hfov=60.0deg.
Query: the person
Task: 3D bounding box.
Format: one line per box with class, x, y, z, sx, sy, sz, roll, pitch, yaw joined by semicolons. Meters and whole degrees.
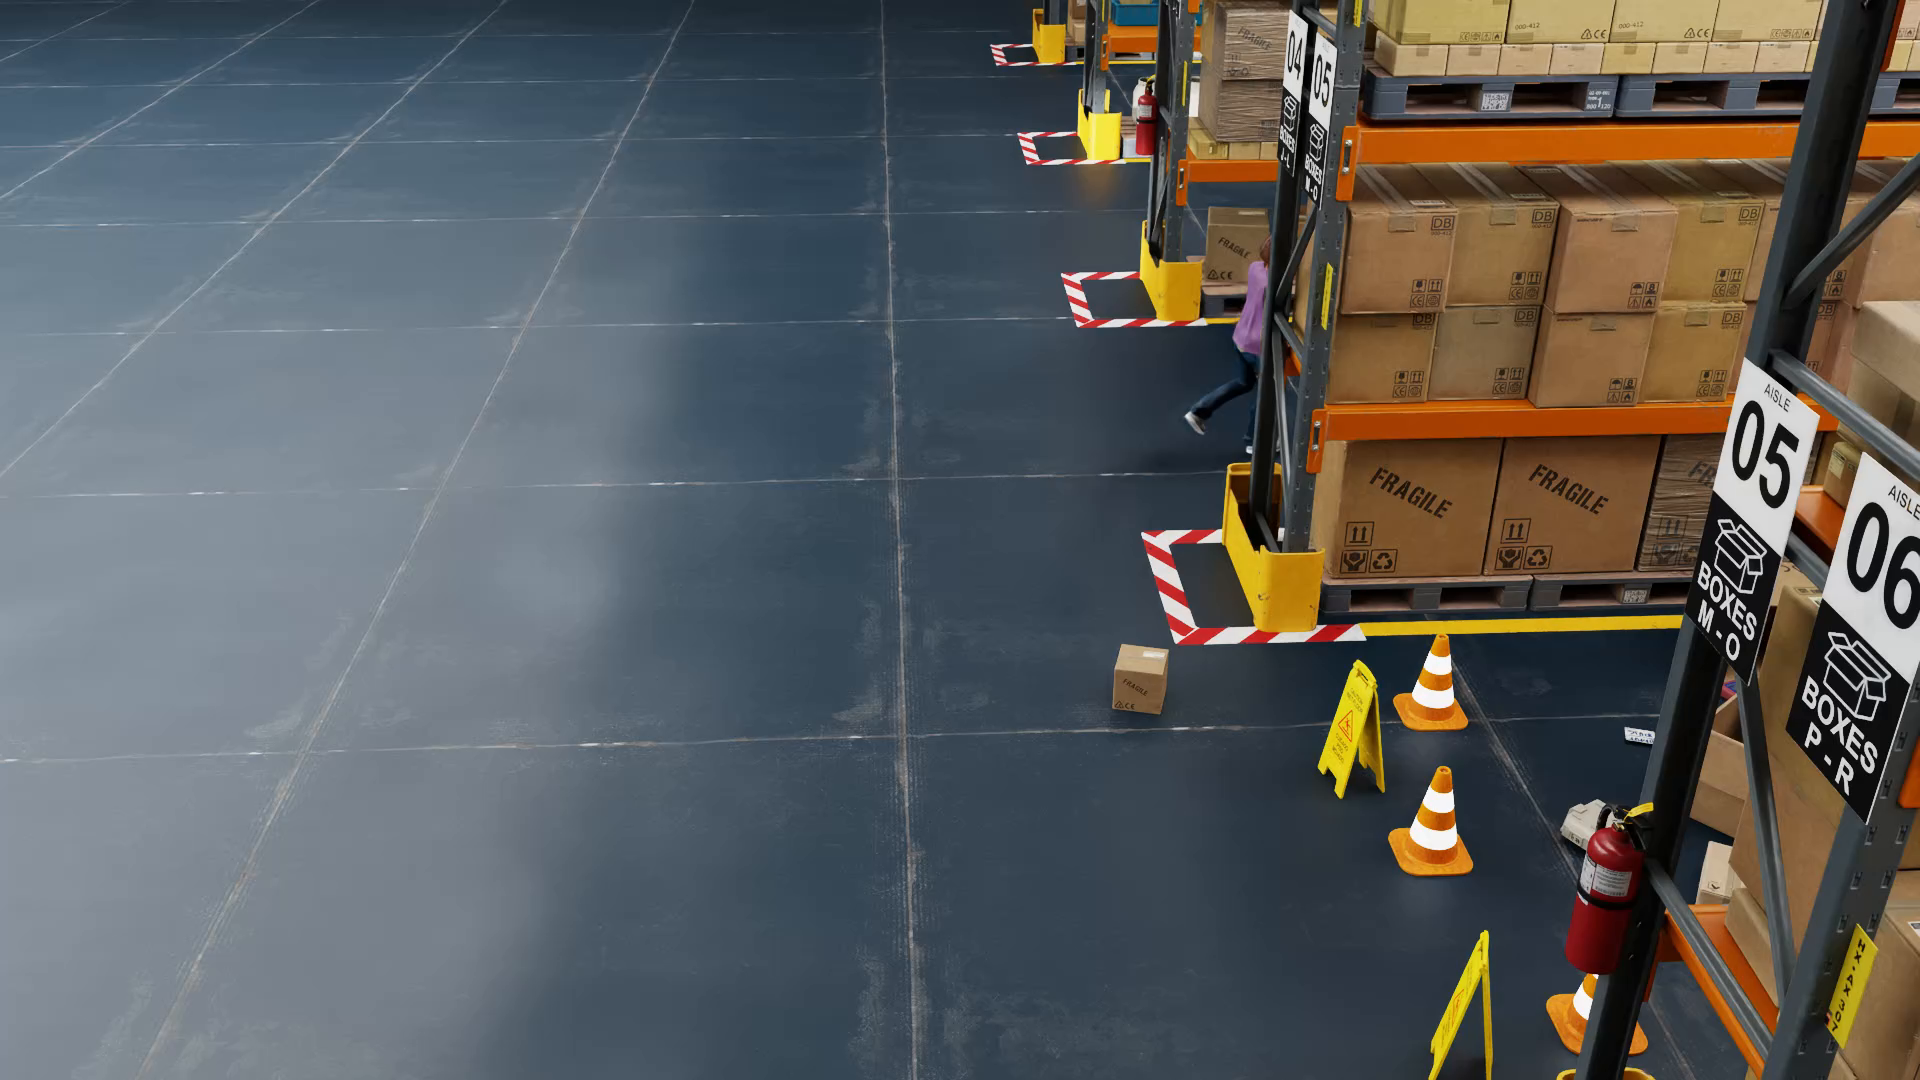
person;1.895;-1.285;11.028;0.687;1.574;0.482;-6;29;-11
